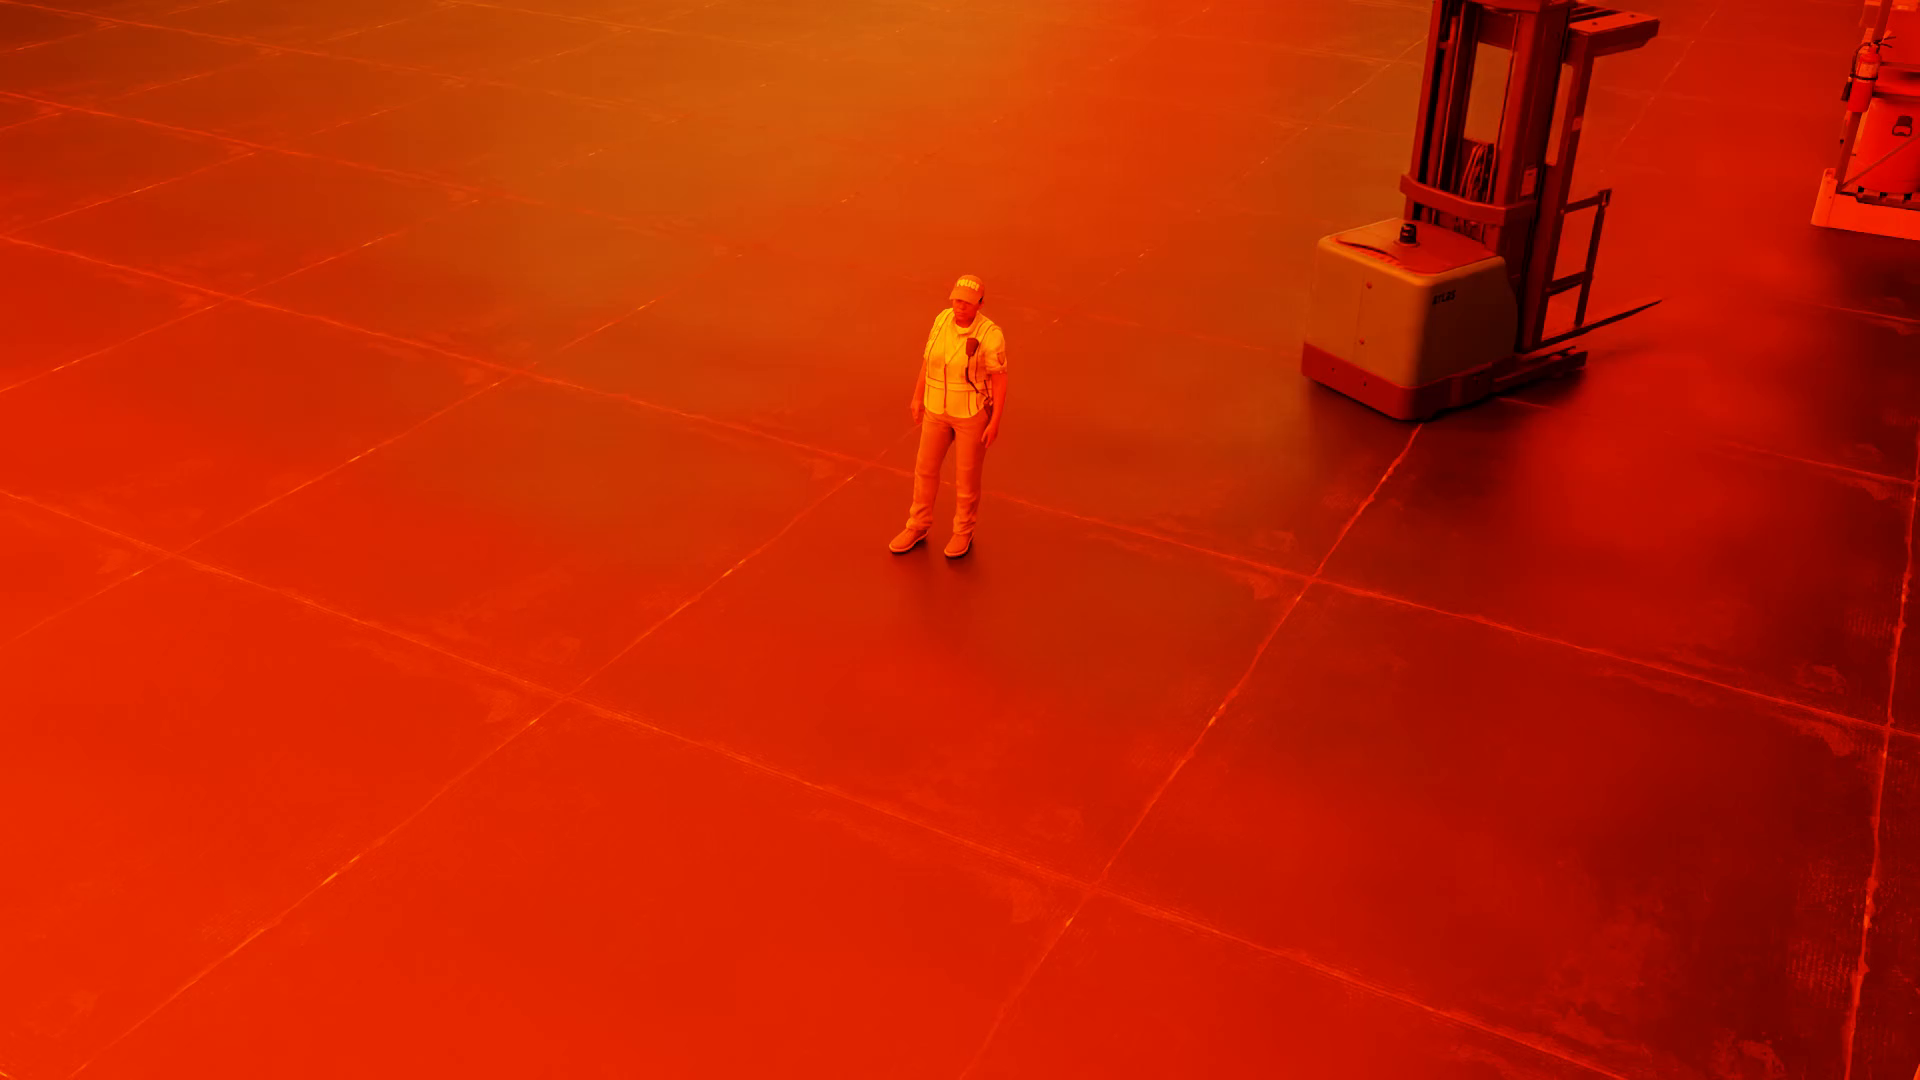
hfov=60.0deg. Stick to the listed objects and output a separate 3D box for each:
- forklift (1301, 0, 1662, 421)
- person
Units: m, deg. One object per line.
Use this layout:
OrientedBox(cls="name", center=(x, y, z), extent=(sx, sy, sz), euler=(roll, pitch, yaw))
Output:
OrientedBox(cls="forklift", center=(3.956, -2.640, 11.645), extent=(3.031, 2.935, 1.130), euler=(-19, 35, -29))
OrientedBox(cls="person", center=(-0.057, -0.701, 9.534), extent=(0.598, 1.670, 0.529), euler=(15, 33, 25))
